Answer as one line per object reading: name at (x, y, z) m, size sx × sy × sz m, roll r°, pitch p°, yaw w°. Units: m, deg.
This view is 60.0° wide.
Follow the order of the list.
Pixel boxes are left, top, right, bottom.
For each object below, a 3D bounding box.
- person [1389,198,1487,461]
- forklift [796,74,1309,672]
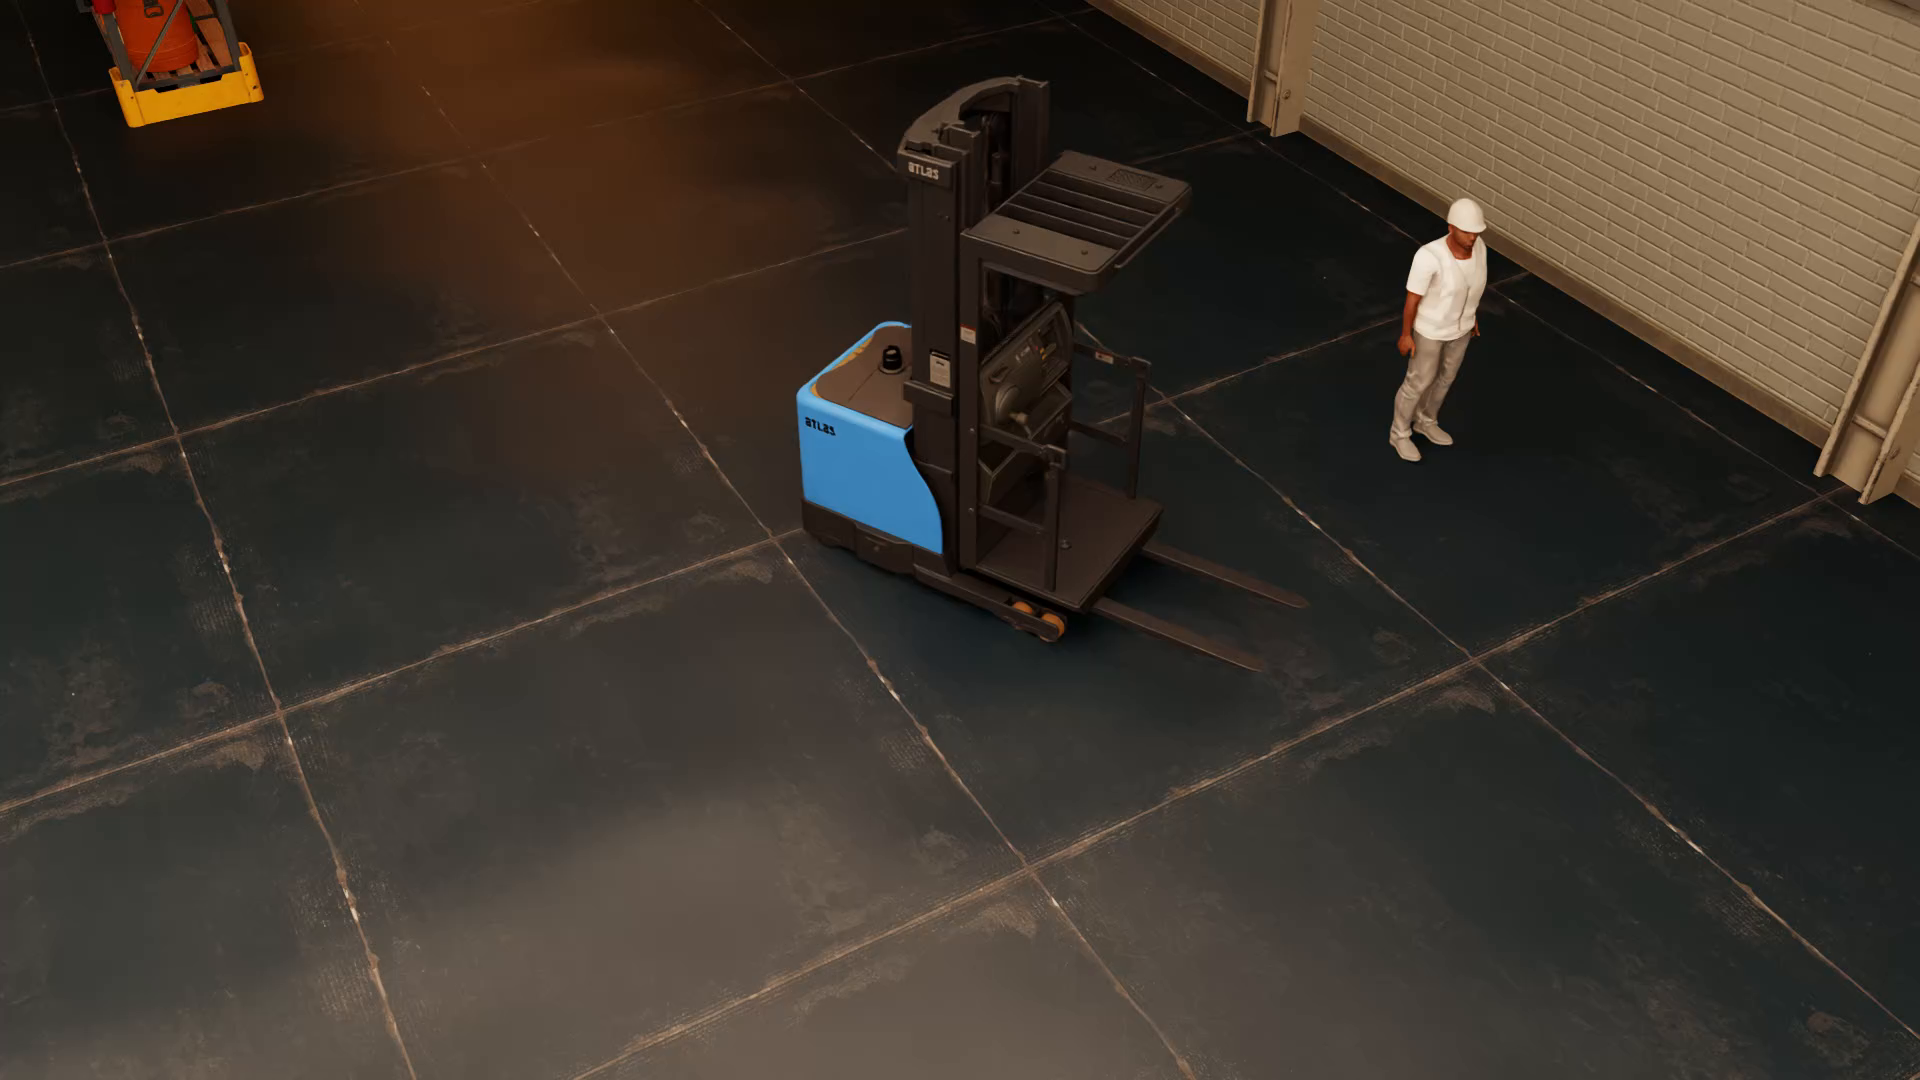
person at (3.071, -1.340, 10.565) m, size 0.614 × 1.771 × 0.387 m, roll -19°, pitch 43°, yaw -22°
forklift at (0.546, -0.926, 9.153) m, size 3.031 × 2.935 × 1.130 m, roll 22°, pitch 44°, yaw 24°
